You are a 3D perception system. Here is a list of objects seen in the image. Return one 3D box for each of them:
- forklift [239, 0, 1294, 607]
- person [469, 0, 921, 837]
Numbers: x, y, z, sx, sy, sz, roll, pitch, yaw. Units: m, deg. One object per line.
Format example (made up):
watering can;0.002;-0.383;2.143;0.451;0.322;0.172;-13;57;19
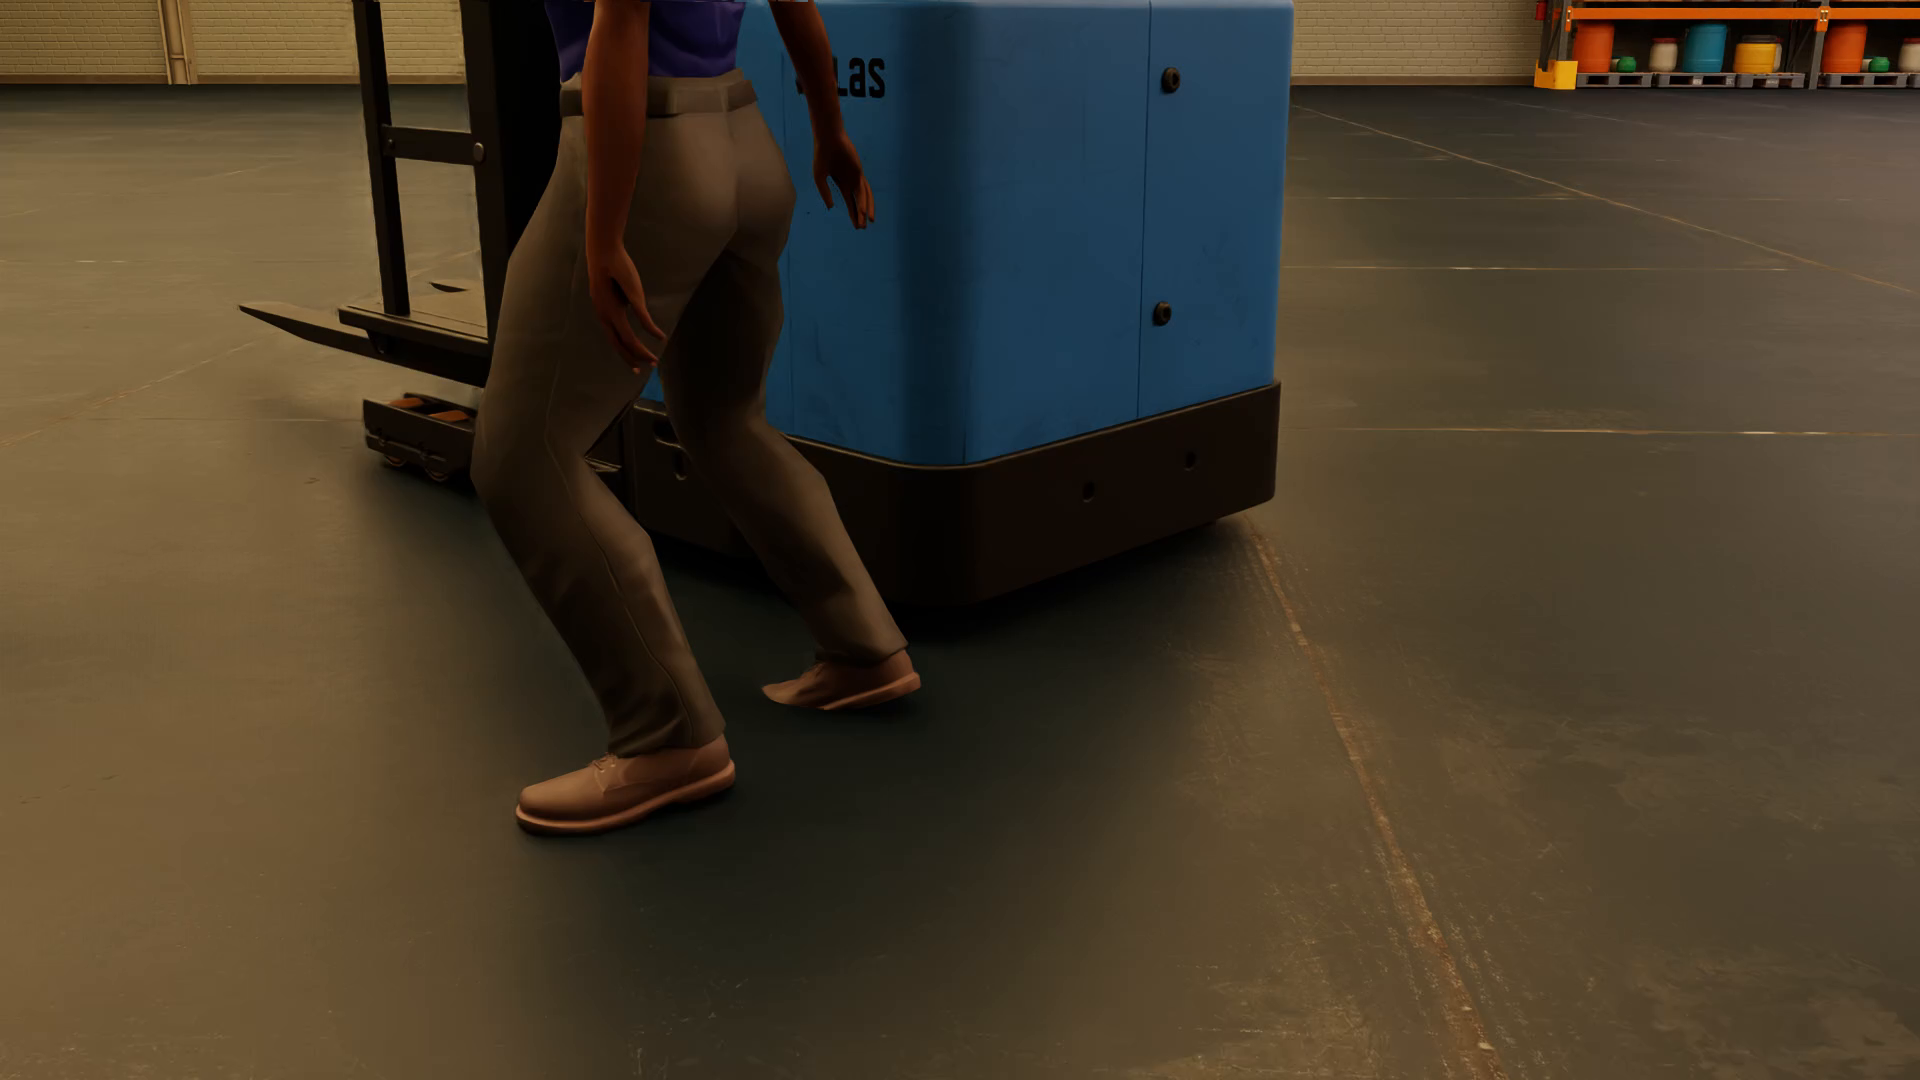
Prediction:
forklift;-0.763;-1.628;3.672;3.031;2.935;1.130;16;23;41
person;-0.326;-0.455;2.249;0.465;1.635;0.804;6;18;19
